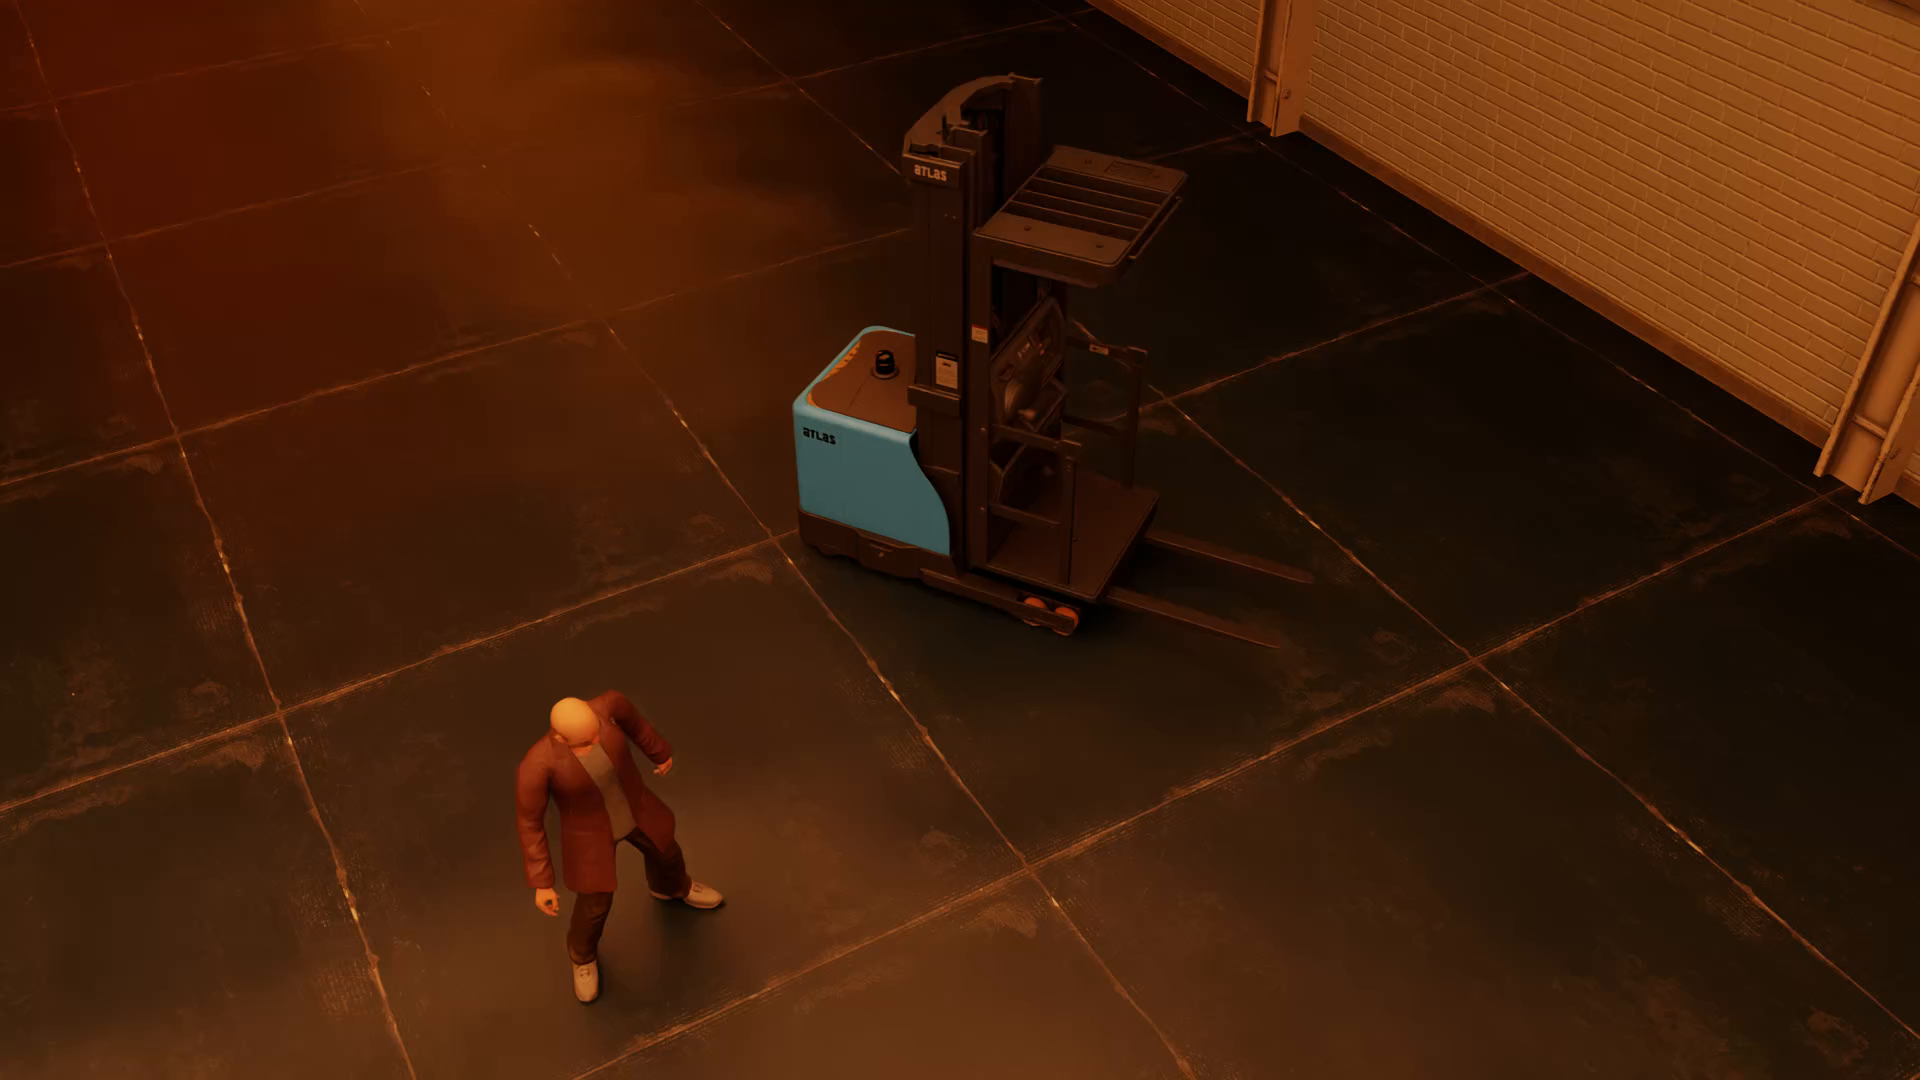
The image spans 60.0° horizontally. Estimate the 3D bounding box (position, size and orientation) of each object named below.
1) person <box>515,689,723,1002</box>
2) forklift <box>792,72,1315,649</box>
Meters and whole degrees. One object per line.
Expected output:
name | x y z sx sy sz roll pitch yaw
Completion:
person | -1.581 1.272 7.449 0.377 1.734 0.943 31 49 32
forklift | 0.566 -0.963 9.197 3.031 2.935 1.130 17 43 19
